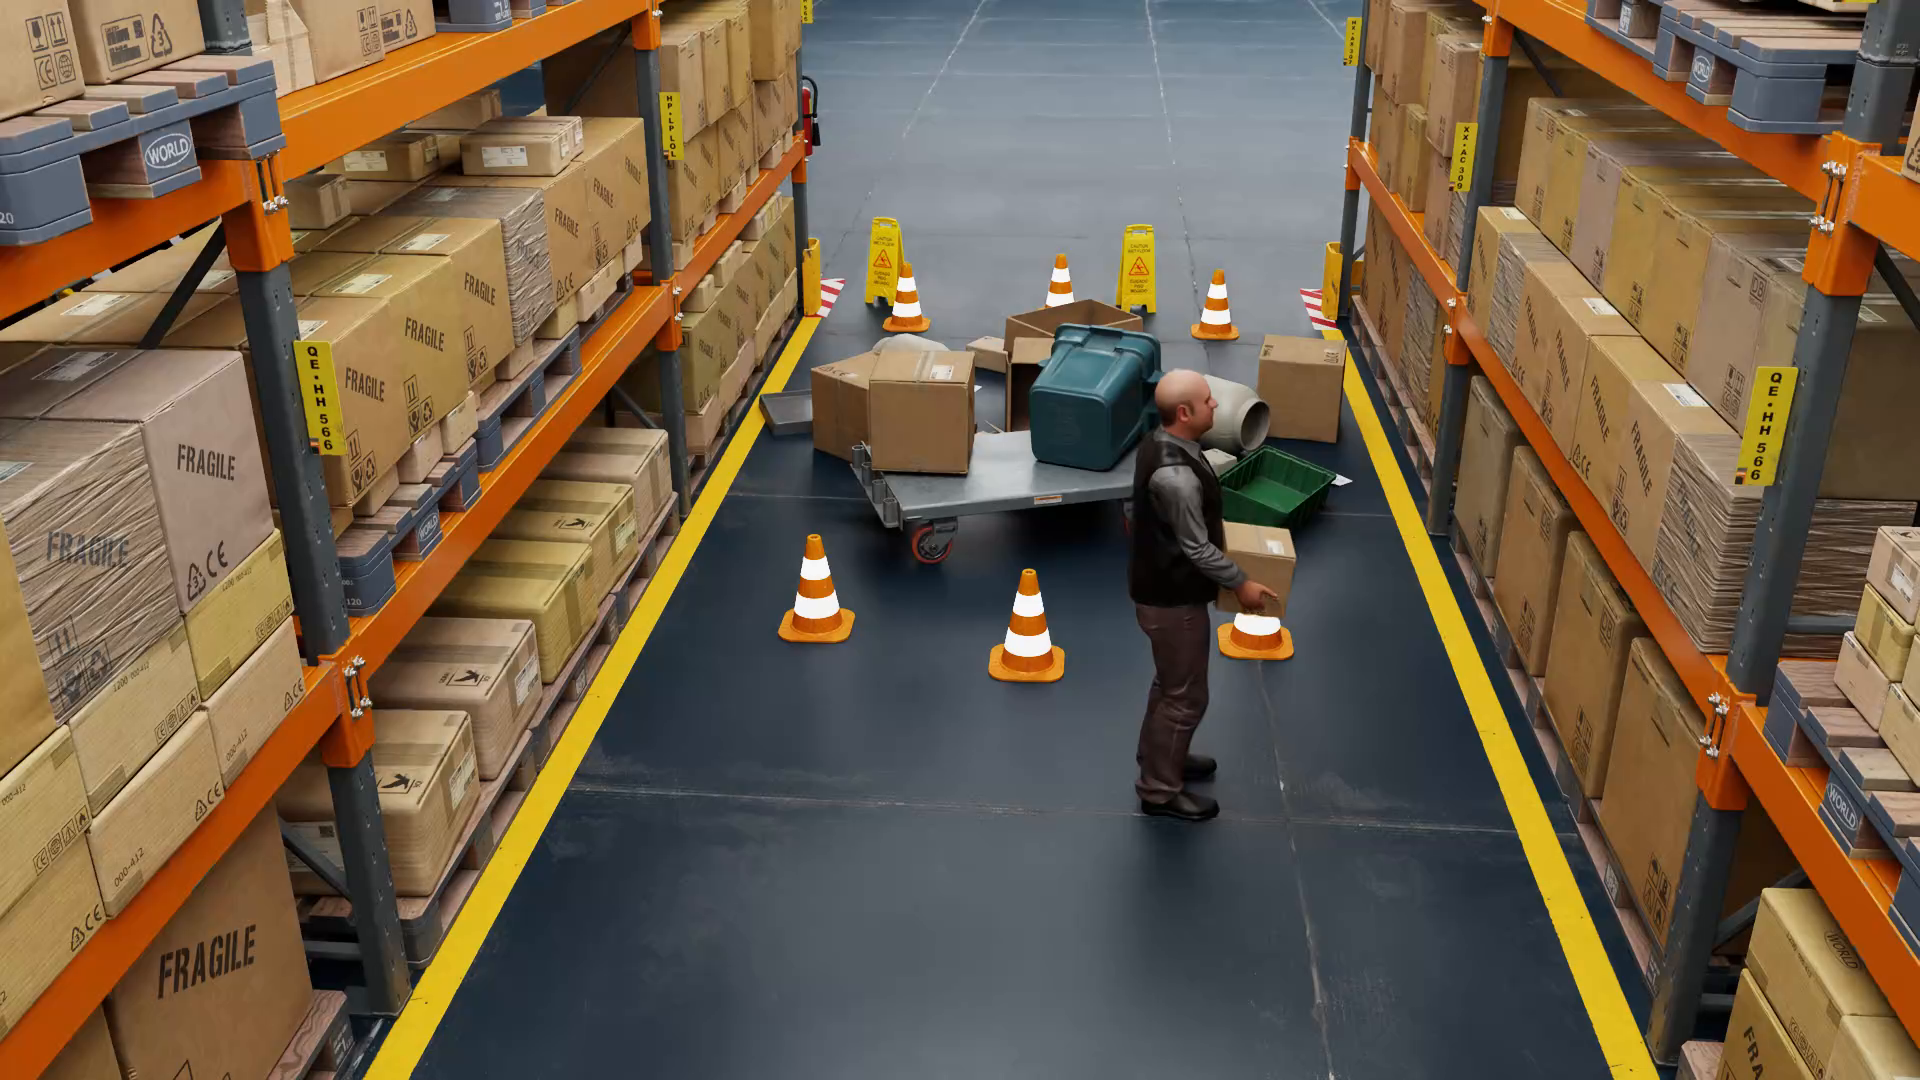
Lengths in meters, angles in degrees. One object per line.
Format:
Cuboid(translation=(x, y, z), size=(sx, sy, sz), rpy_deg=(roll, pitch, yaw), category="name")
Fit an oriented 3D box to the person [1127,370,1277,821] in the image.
Cuboid(translation=(0.890, 0.198, 6.192), size=(0.535, 1.726, 0.521), rpy_deg=(2, 24, 4), category="person")
